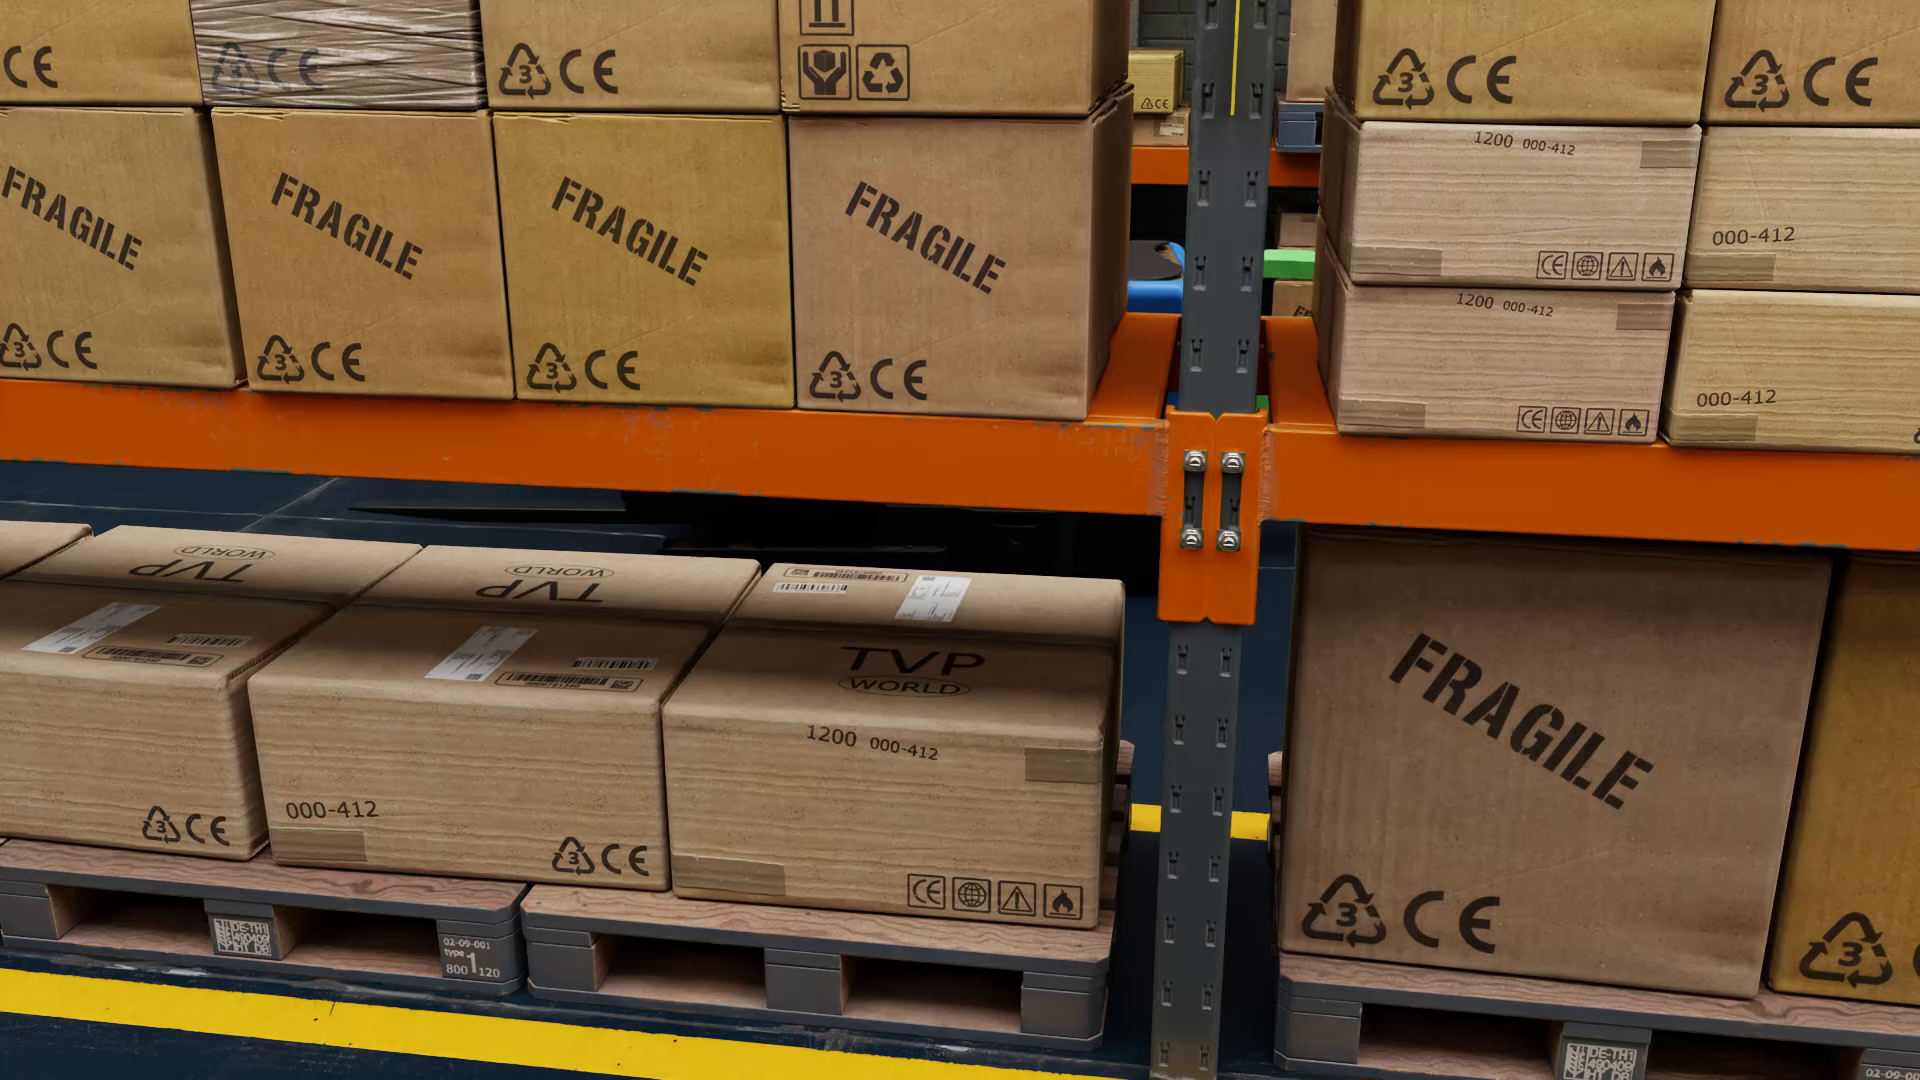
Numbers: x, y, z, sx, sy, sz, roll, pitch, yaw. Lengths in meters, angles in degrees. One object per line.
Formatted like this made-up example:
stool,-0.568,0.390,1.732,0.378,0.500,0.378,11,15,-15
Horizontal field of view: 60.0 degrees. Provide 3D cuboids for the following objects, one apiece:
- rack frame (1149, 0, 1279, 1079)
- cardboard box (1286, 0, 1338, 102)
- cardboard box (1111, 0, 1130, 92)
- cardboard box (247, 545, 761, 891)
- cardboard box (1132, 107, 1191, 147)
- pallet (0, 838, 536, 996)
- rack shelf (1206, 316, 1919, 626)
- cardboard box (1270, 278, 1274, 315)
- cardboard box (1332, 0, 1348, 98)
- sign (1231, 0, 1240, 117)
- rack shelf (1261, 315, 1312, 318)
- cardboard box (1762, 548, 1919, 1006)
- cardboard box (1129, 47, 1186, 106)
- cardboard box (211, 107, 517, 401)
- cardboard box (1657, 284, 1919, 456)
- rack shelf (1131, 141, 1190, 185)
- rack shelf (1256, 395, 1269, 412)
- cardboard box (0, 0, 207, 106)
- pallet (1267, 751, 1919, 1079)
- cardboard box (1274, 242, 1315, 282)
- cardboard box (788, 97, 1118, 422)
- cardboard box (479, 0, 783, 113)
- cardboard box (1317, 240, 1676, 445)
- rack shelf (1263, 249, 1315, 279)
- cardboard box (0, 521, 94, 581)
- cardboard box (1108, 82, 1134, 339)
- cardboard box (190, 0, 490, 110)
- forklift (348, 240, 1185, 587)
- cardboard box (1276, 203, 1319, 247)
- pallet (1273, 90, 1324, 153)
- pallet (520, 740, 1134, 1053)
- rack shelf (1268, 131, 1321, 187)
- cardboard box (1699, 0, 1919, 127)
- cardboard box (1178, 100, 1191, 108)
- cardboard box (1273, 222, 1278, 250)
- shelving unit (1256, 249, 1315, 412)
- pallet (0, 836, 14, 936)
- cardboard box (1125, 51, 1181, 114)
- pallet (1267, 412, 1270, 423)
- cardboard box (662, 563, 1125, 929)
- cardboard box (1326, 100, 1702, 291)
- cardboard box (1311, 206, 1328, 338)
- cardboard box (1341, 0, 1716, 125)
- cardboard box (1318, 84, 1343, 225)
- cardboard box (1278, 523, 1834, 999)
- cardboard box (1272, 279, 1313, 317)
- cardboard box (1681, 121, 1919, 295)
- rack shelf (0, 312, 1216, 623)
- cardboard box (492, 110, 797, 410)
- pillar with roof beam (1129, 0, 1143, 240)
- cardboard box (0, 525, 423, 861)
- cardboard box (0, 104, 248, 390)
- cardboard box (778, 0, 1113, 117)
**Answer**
rack frame,0.505,-0.534,3.171,0.127,3.000,1.000,3,19,9
cardboard box,1.730,-2.241,7.455,0.500,0.500,0.700,3,19,10
cardboard box,0.073,-1.155,3.295,0.500,0.500,0.500,3,19,9
cardboard box,-0.982,0.372,3.840,0.875,0.438,0.875,2,19,7
cardboard box,0.933,-1.907,7.671,0.250,0.149,0.380,3,19,9
pallet,-1.442,0.665,3.983,1.213,0.211,1.003,3,19,9
rack shelf,2.479,-0.092,2.985,4.000,0.370,1.077,3,19,9
cardboard box,1.820,-1.171,8.353,0.500,0.500,0.500,3,19,8
cardboard box,0.986,-1.112,3.165,0.500,0.500,0.500,4,19,10
sign,0.418,-0.808,2.502,0.005,0.325,0.100,3,19,9
rack shelf,1.139,-0.726,6.008,0.480,0.148,0.258,3,19,3
cardboard box,2.023,0.324,3.295,0.875,0.875,0.875,3,19,10
cardboard box,0.842,-2.269,8.123,0.500,0.250,0.500,3,19,8
cardboard box,-1.001,-0.569,3.120,0.500,0.500,0.500,3,19,8
cardboard box,1.408,-0.332,2.805,0.500,0.250,0.500,2,19,7
rack shelf,-0.686,-1.849,8.234,4.000,0.370,1.077,3,19,9
rack shelf,1.133,-0.498,6.085,0.480,0.148,0.258,3,19,3
cardboard box,-1.503,-1.071,3.044,0.500,0.500,0.500,3,19,9
pallet,1.278,0.804,3.568,1.213,0.211,1.003,3,19,9
cardboard box,1.600,-1.309,7.743,0.250,0.149,0.380,4,19,11
cardboard box,0.006,-0.525,2.986,0.500,0.500,0.500,3,19,9
cardboard box,-0.505,-1.021,2.893,0.500,0.500,0.500,3,19,8
cardboard box,0.897,-0.358,2.882,0.500,0.250,0.500,2,19,7
rack shelf,1.144,-0.953,5.932,0.480,0.148,0.258,3,19,3
cardboard box,-2.777,0.283,4.107,0.875,0.438,0.875,2,19,7
cardboard box,0.083,-0.687,3.471,0.500,0.500,0.500,4,19,10
cardboard box,-1.009,-1.043,2.961,0.500,0.500,0.500,3,19,9
forklift,-0.667,-1.382,5.815,3.031,2.935,1.130,1,19,2
cardboard box,1.610,-1.469,7.753,0.250,0.149,0.380,3,19,8
pallet,2.060,-1.924,7.628,1.213,0.211,1.003,3,19,9
pallet,-0.234,0.726,3.801,1.213,0.211,1.003,3,19,9
rack shelf,3.263,-1.647,7.633,4.000,0.370,1.077,3,19,9
cardboard box,1.400,-0.926,2.611,0.500,0.500,0.500,3,19,8
cardboard box,1.000,-2.073,8.166,0.250,0.149,0.380,3,19,9
cardboard box,1.697,-1.482,8.261,0.250,0.149,0.380,2,19,6
shelving unit,1.135,-0.559,6.064,0.503,1.200,0.258,3,19,3
pallet,-2.643,0.603,4.168,1.213,0.211,1.003,3,19,9
cardboard box,0.747,-2.108,7.644,0.500,0.250,0.500,3,19,10
pallet,2.097,-0.738,8.175,1.213,0.211,1.003,3,19,9
cardboard box,-0.098,0.417,3.706,0.875,0.438,0.875,3,19,8
cardboard box,0.894,-0.589,2.786,0.500,0.250,0.500,2,19,7
cardboard box,0.988,-0.519,3.364,0.500,0.250,0.500,2,19,7
cardboard box,0.894,-0.943,2.661,0.500,0.500,0.500,3,19,9
cardboard box,0.979,-0.754,3.277,0.500,0.250,0.500,3,19,9
cardboard box,1.130,0.281,3.423,0.875,0.875,0.875,4,19,10
cardboard box,1.730,-1.008,7.866,0.500,0.500,0.500,4,19,11
cardboard box,1.414,-0.572,2.733,0.500,0.250,0.500,3,19,10
rack shelf,-1.470,-0.293,3.586,4.000,0.370,1.077,3,19,9
cardboard box,-0.503,-0.549,3.058,0.500,0.500,0.500,2,19,7
pillar with roof beam,0.061,-3.903,3.785,0.400,9.000,9.100,3,19,9
cardboard box,-1.872,0.326,3.977,0.875,0.438,0.875,3,19,10
cardboard box,-1.516,-0.601,3.213,0.500,0.500,0.500,4,19,10
cardboard box,-0.005,-0.993,2.809,0.500,0.500,0.500,3,19,8
